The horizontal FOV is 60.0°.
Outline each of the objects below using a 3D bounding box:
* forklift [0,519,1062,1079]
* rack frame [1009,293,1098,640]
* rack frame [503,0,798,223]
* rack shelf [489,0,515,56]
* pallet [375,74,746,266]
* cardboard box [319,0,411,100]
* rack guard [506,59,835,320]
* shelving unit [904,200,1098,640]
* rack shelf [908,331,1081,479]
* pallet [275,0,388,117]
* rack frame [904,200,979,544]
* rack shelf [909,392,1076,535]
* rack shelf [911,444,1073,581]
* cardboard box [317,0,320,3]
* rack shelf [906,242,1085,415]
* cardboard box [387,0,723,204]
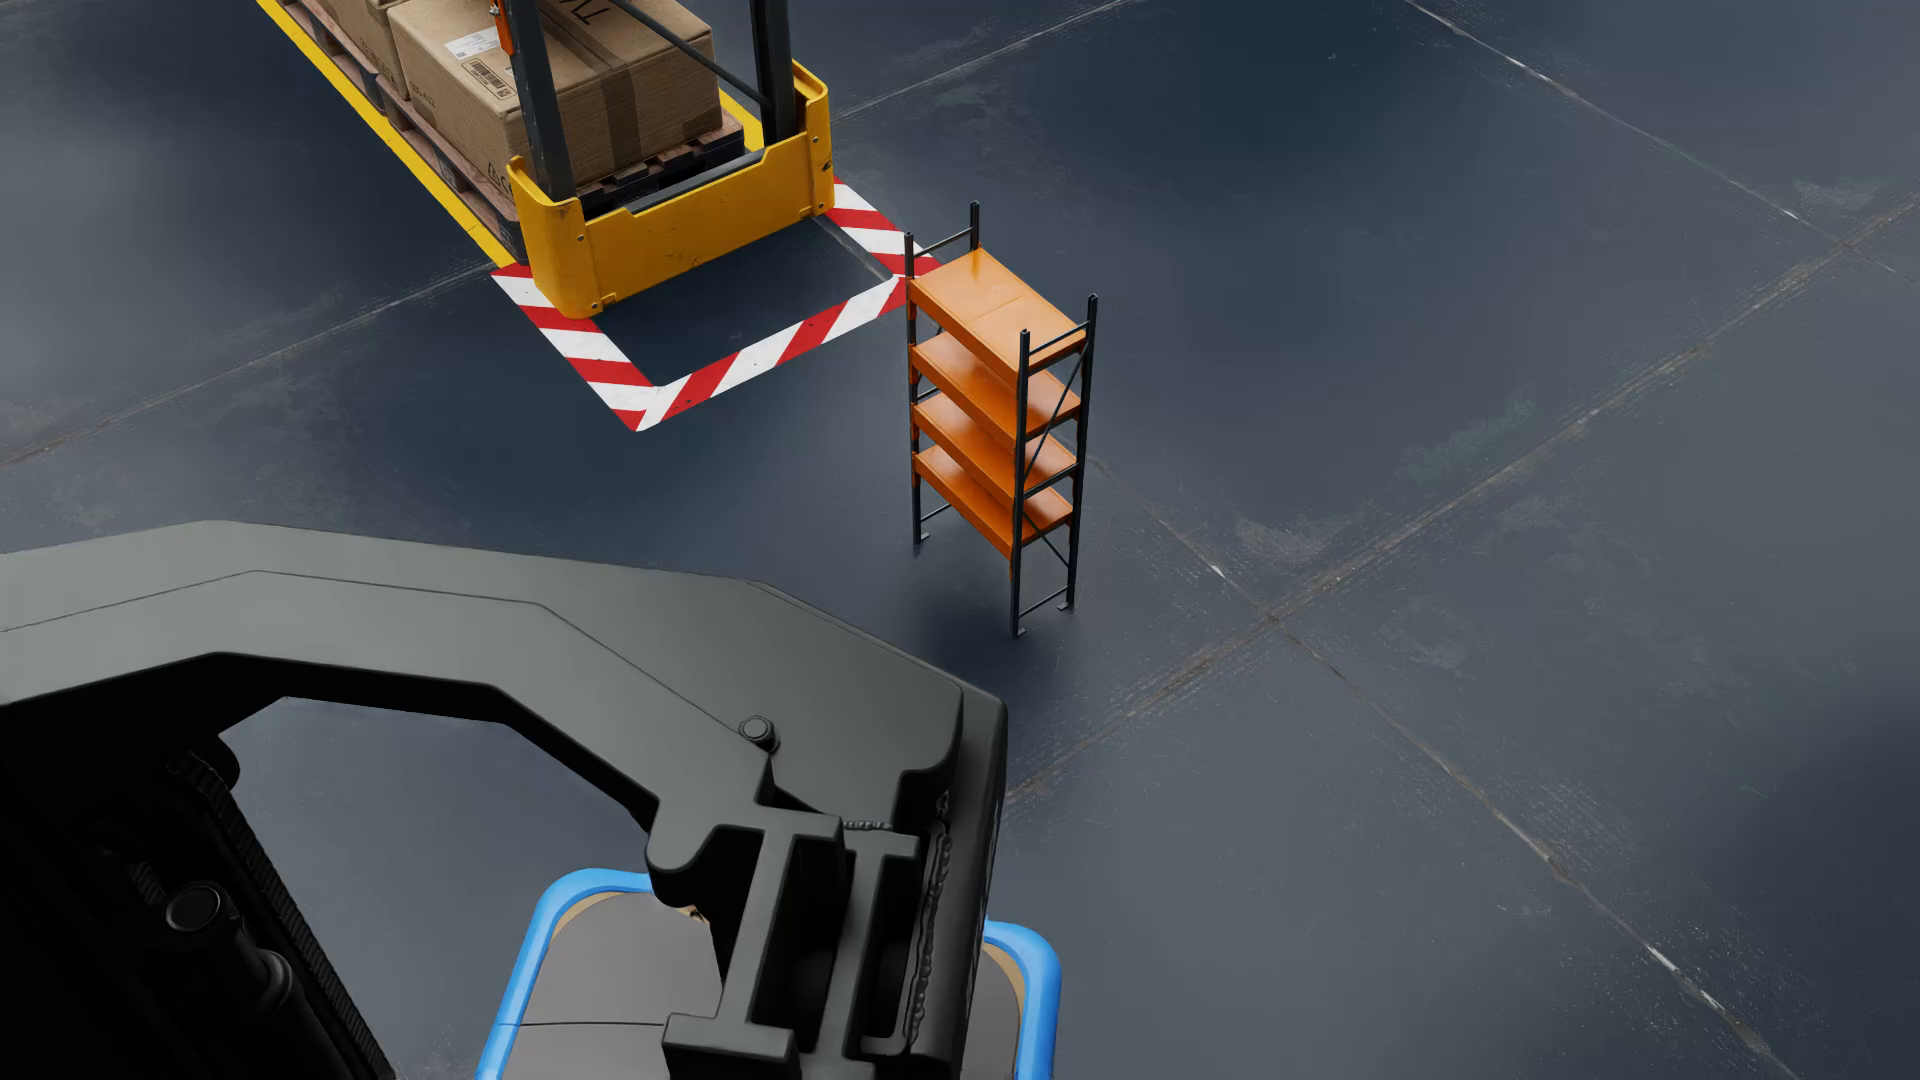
[{"bbox_3d":[-0.525,1.502,1.910,1.130,2.935,3.031,6,48,6],"label":"forklift"},{"bbox_3d":[0.248,-0.162,4.587,0.240,1.200,0.015,-29,54,-24],"label":"rack frame"},{"bbox_3d":[-1.040,-2.155,5.179,1.000,3.000,0.127,-29,54,-24],"label":"rack frame"},{"bbox_3d":[-2.251,-3.092,6.514,1.077,0.370,4.000,-29,54,-24],"label":"rack shelf"},{"bbox_3d":[-1.586,-1.654,6.607,1.003,0.211,1.213,-29,54,-24],"label":"pallet"},{"bbox_3d":[-2.080,-2.315,6.770,0.875,0.438,0.875,-28,54,-23],"label":"cardboard box"},{"bbox_3d":[-1.025,-1.301,6.092,1.175,0.500,0.348,-29,54,-24],"label":"rack guard"},{"bbox_3d":[0.100,-0.305,4.717,0.258,1.200,0.503,-29,54,-24],"label":"shelving unit"},{"bbox_3d":[0.100,-0.410,4.601,0.258,0.148,0.480,-29,54,-24],"label":"rack shelf"},{"bbox_3d":[-2.321,-2.373,7.259,1.003,0.211,1.213,-29,54,-24],"label":"pallet"},{"bbox_3d":[-0.048,-0.449,4.847,0.240,1.200,0.015,-29,54,-24],"label":"rack frame"},{"bbox_3d":[0.100,-0.260,4.767,0.258,0.148,0.480,-29,54,-24],"label":"rack shelf"},{"bbox_3d":[0.100,-0.127,4.914,0.258,0.148,0.480,-29,54,-24],"label":"rack shelf"},{"bbox_3d":[-2.625,-2.848,7.253,0.875,0.438,0.875,-31,55,-25],"label":"cardboard box"},{"bbox_3d":[0.100,-0.569,4.426,0.258,0.148,0.480,-29,54,-24],"label":"rack shelf"},{"bbox_3d":[-1.519,-1.779,6.284,0.875,0.438,0.875,-31,55,-25],"label":"cardboard box"}]
